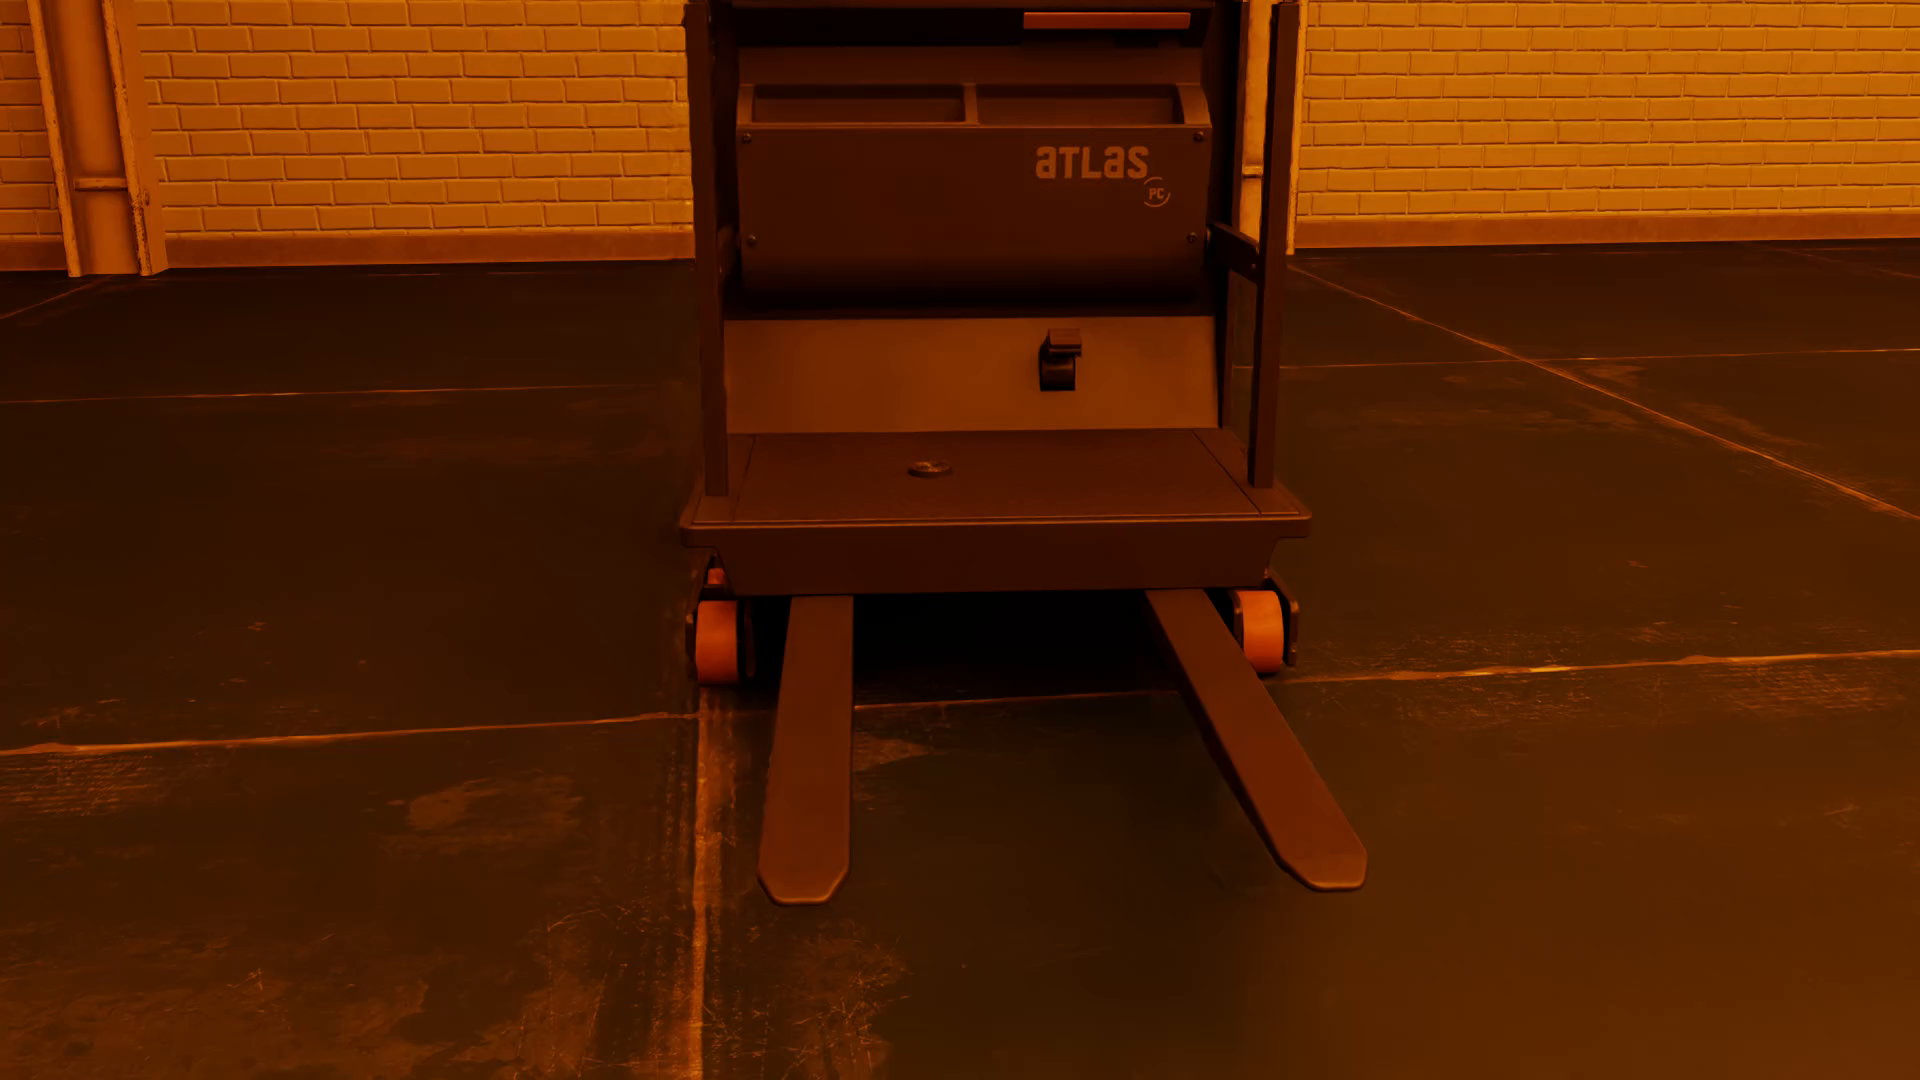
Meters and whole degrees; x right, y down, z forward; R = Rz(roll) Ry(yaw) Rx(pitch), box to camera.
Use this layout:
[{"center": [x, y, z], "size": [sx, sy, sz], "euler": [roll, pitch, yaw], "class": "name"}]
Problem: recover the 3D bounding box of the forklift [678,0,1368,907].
[{"center": [0.040, -1.227, 2.959], "size": [1.130, 2.935, 3.031], "euler": [-1, 17, -3], "class": "forklift"}]
